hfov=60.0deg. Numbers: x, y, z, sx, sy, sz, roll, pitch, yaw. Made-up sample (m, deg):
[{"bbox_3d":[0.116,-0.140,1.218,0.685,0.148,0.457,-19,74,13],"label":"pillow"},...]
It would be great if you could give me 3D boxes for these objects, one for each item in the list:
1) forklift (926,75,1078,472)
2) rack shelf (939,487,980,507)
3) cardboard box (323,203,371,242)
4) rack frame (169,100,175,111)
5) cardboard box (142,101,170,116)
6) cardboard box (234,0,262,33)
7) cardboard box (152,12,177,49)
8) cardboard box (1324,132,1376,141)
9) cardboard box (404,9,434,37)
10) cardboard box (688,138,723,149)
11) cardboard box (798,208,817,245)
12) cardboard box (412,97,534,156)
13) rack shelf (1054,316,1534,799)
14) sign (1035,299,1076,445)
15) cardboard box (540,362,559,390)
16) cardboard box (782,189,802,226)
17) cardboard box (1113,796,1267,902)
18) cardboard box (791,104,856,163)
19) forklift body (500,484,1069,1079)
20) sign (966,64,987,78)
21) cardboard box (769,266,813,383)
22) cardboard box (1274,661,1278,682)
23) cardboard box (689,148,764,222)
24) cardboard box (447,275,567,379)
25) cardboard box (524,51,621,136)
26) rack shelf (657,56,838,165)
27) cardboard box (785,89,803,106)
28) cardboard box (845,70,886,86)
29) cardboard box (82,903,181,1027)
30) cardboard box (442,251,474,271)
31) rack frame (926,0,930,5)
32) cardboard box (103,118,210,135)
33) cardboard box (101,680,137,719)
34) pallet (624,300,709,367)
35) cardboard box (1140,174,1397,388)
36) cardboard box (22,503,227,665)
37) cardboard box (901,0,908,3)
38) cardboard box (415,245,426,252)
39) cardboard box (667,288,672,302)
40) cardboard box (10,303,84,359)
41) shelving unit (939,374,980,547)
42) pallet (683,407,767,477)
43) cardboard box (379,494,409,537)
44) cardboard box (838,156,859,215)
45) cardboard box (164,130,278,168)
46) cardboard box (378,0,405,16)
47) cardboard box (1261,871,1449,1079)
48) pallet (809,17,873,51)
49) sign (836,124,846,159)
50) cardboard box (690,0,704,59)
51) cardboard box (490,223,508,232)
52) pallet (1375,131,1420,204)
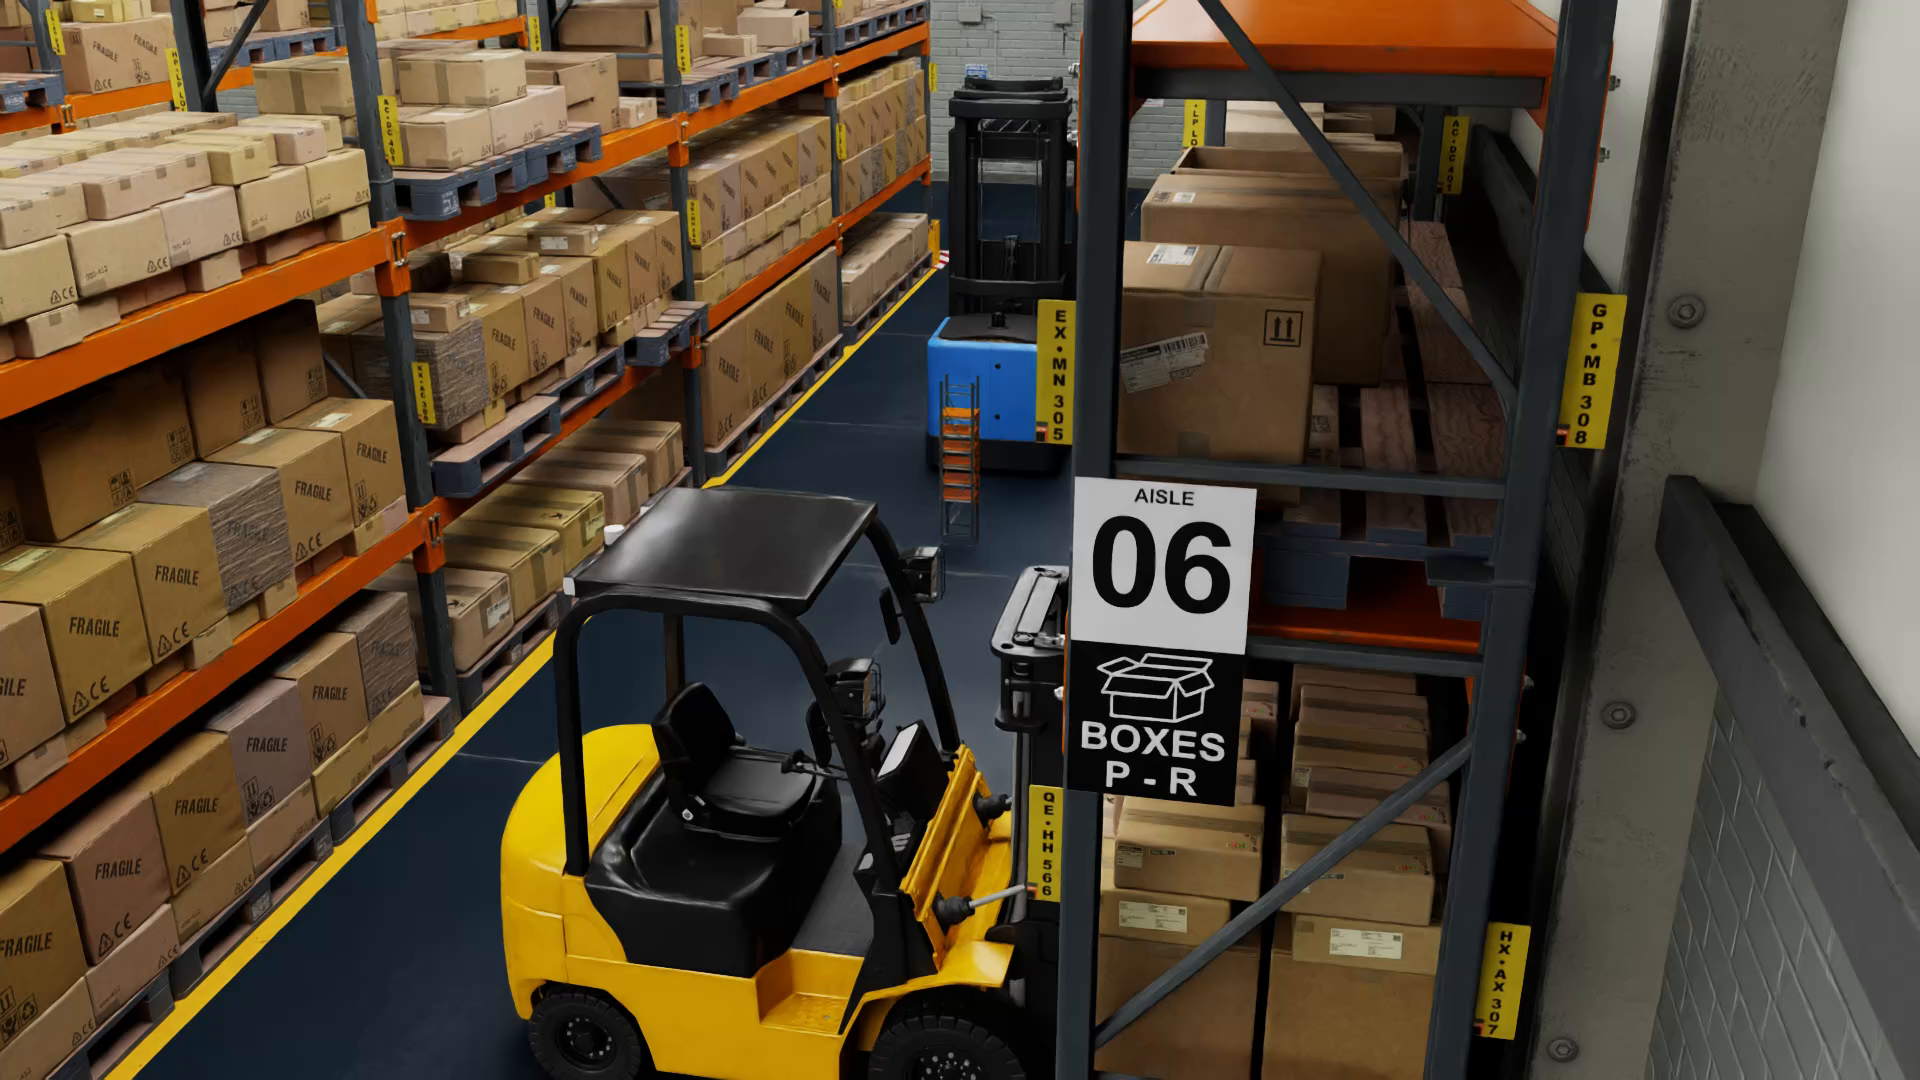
[{"bbox_3d":[0.492,-2.411,13.916,1.130,2.935,3.031,4,22,9],"label":"forklift"},{"bbox_3d":[-0.003,-0.287,11.723,0.258,0.103,0.180,4,22,11],"label":"rack shelf"},{"bbox_3d":[-3.063,-1.531,7.960,0.380,0.149,0.250,5,22,11],"label":"cardboard box"},{"bbox_3d":[-10.550,-5.539,21.591,1.000,3.000,0.127,4,22,11],"label":"rack frame"},{"bbox_3d":[-10.389,-5.410,21.073,0.500,0.250,0.500,4,22,10],"label":"cardboard box"},{"bbox_3d":[-6.917,-4.900,15.547,0.500,0.311,0.500,4,22,10],"label":"cardboard box"},{"bbox_3d":[-6.779,-4.191,14.096,0.500,0.500,0.500,4,22,11],"label":"cardboard box"},{"bbox_3d":[1.862,-1.930,8.256,0.380,0.149,0.250,4,22,11],"label":"cardboard box"},{"bbox_3d":[-5.960,-5.505,17.692,0.500,0.250,0.500,5,23,13],"label":"cardboard box"},{"bbox_3d":[-2.317,-3.131,14.140,0.500,0.500,0.500,4,22,10],"label":"cardboard box"},{"bbox_3d":[-1.615,-2.882,15.194,0.500,0.250,0.500,4,22,10],"label":"cardboard box"},{"bbox_3d":[-2.683,-2.280,9.123,0.500,0.250,0.500,4,22,10],"label":"cardboard box"},{"bbox_3d":[1.155,-0.344,5.640,1.077,0.370,4.000,4,22,11],"label":"rack shelf"},{"bbox_3d":[0.218,-0.367,3.654,0.100,0.325,0.005,4,22,11],"label":"sign"},{"bbox_3d":[-2.687,-1.032,10.176,0.380,0.149,0.250,5,22,11],"label":"cardboard box"},{"bbox_3d":[-1.711,-2.930,14.645,0.500,0.250,0.500,5,22,12],"label":"cardboard box"},{"bbox_3d":[0.613,0.813,4.420,0.380,0.149,0.250,5,22,11],"label":"cardboard box"},{"bbox_3d":[-1.331,-3.986,16.264,0.500,0.500,0.500,5,22,11],"label":"cardboard box"},{"bbox_3d":[-0.653,1.006,6.476,2.313,2.155,1.214,4,22,11],"label":"forklift body"},{"bbox_3d":[0.244,-6.999,24.855,0.327,0.218,0.001,4,22,11],"label":"sign"},{"bbox_3d":[-1.890,-1.966,15.002,0.875,0.875,0.875,5,22,12],"label":"cardboard box"},{"bbox_3d":[0.901,0.638,6.121,0.500,0.500,0.500,5,22,11],"label":"cardboard box"},{"bbox_3d":[-1.929,-2.900,13.566,0.500,0.500,0.500,5,22,12],"label":"cardboard box"},{"bbox_3d":[-2.705,-1.287,9.939,0.500,0.500,0.500,4,22,11],"label":"cardboard box"},{"bbox_3d":[-2.684,-2.950,11.013,0.700,0.500,0.500,4,22,11],"label":"cardboard box"},{"bbox_3d":[-2.073,-3.647,13.841,1.077,0.370,4.000,4,22,11],"label":"rack shelf"},{"bbox_3d":[-1.754,-4.357,16.315,0.380,0.149,0.250,5,22,12],"label":"cardboard box"},{"bbox_3d":[-1.005,-4.883,17.621,0.380,0.149,0.250,5,23,13],"label":"cardboard box"},{"bbox_3d":[-3.567,1.689,6.764,0.500,0.250,0.500,5,23,13],"label":"cardboard box"},{"bbox_3d":[-3.111,-1.522,10.523,0.500,0.500,0.500,4,22,9],"label":"cardboard box"},{"bbox_3d":[-0.849,-7.566,18.595,1.000,3.000,0.127,4,22,11],"label":"rack frame"},{"bbox_3d":[-3.706,-1.852,7.690,0.380,0.149,0.250,5,23,13],"label":"cardboard box"},{"bbox_3d":[-3.559,0.604,6.674,0.380,0.149,0.250,5,23,13],"label":"cardboard box"},{"bbox_3d":[-2.522,-1.500,11.819,1.213,0.211,1.003,4,22,11],"label":"pallet"},{"bbox_3d":[0.905,-0.781,4.933,0.700,0.500,0.500,5,22,11],"label":"cardboard box"},{"bbox_3d":[-3.444,0.169,6.887,0.500,0.500,0.500,4,22,10],"label":"cardboard box"},{"bbox_3d":[-0.853,-6.175,18.660,0.500,0.250,0.500,2,22,6],"label":"cardboard box"},{"bbox_3d":[-6.110,-3.209,18.264,0.380,0.149,0.250,4,22,10],"label":"cardboard box"},{"bbox_3d":[-2.318,-1.798,12.077,0.380,0.149,0.250,5,23,13],"label":"cardboard box"},{"bbox_3d":[-3.468,-0.776,6.087,0.380,0.149,0.250,5,22,12],"label":"cardboard box"},{"bbox_3d":[-0.003,-0.551,11.616,0.258,1.200,0.189,4,22,11],"label":"shelving unit"},{"bbox_3d":[-2.247,-0.847,13.674,1.003,0.211,1.213,4,22,11],"label":"pallet"},{"bbox_3d":[-3.065,-0.137,8.516,0.380,0.149,0.250,4,22,10],"label":"cardboard box"},{"bbox_3d":[-1.313,-3.519,16.441,0.500,0.500,0.500,5,23,13],"label":"cardboard box"},{"bbox_3d":[-3.267,-1.718,7.357,0.380,0.149,0.250,5,22,12],"label":"cardboard box"},{"bbox_3d":[-6.092,-5.554,17.146,0.500,0.250,0.500,4,22,11],"label":"cardboard box"},{"bbox_3d":[1.119,1.239,4.629,0.500,0.500,0.500,5,23,13],"label":"cardboard box"},{"bbox_3d":[-1.488,-4.969,16.280,1.003,0.211,1.213,4,22,11],"label":"pallet"},{"bbox_3d":[-1.132,-3.783,15.788,0.100,0.325,0.005,4,22,11],"label":"sign"},{"bbox_3d":[-2.405,-4.157,13.449,0.500,0.500,0.500,5,22,11],"label":"cardboard box"},{"bbox_3d":[-5.648,-3.729,19.954,0.380,0.149,0.250,4,22,9],"label":"cardboard box"},{"bbox_3d":[2.103,-2.120,9.340,1.003,0.211,1.213,6,23,13],"label":"pallet"}]
